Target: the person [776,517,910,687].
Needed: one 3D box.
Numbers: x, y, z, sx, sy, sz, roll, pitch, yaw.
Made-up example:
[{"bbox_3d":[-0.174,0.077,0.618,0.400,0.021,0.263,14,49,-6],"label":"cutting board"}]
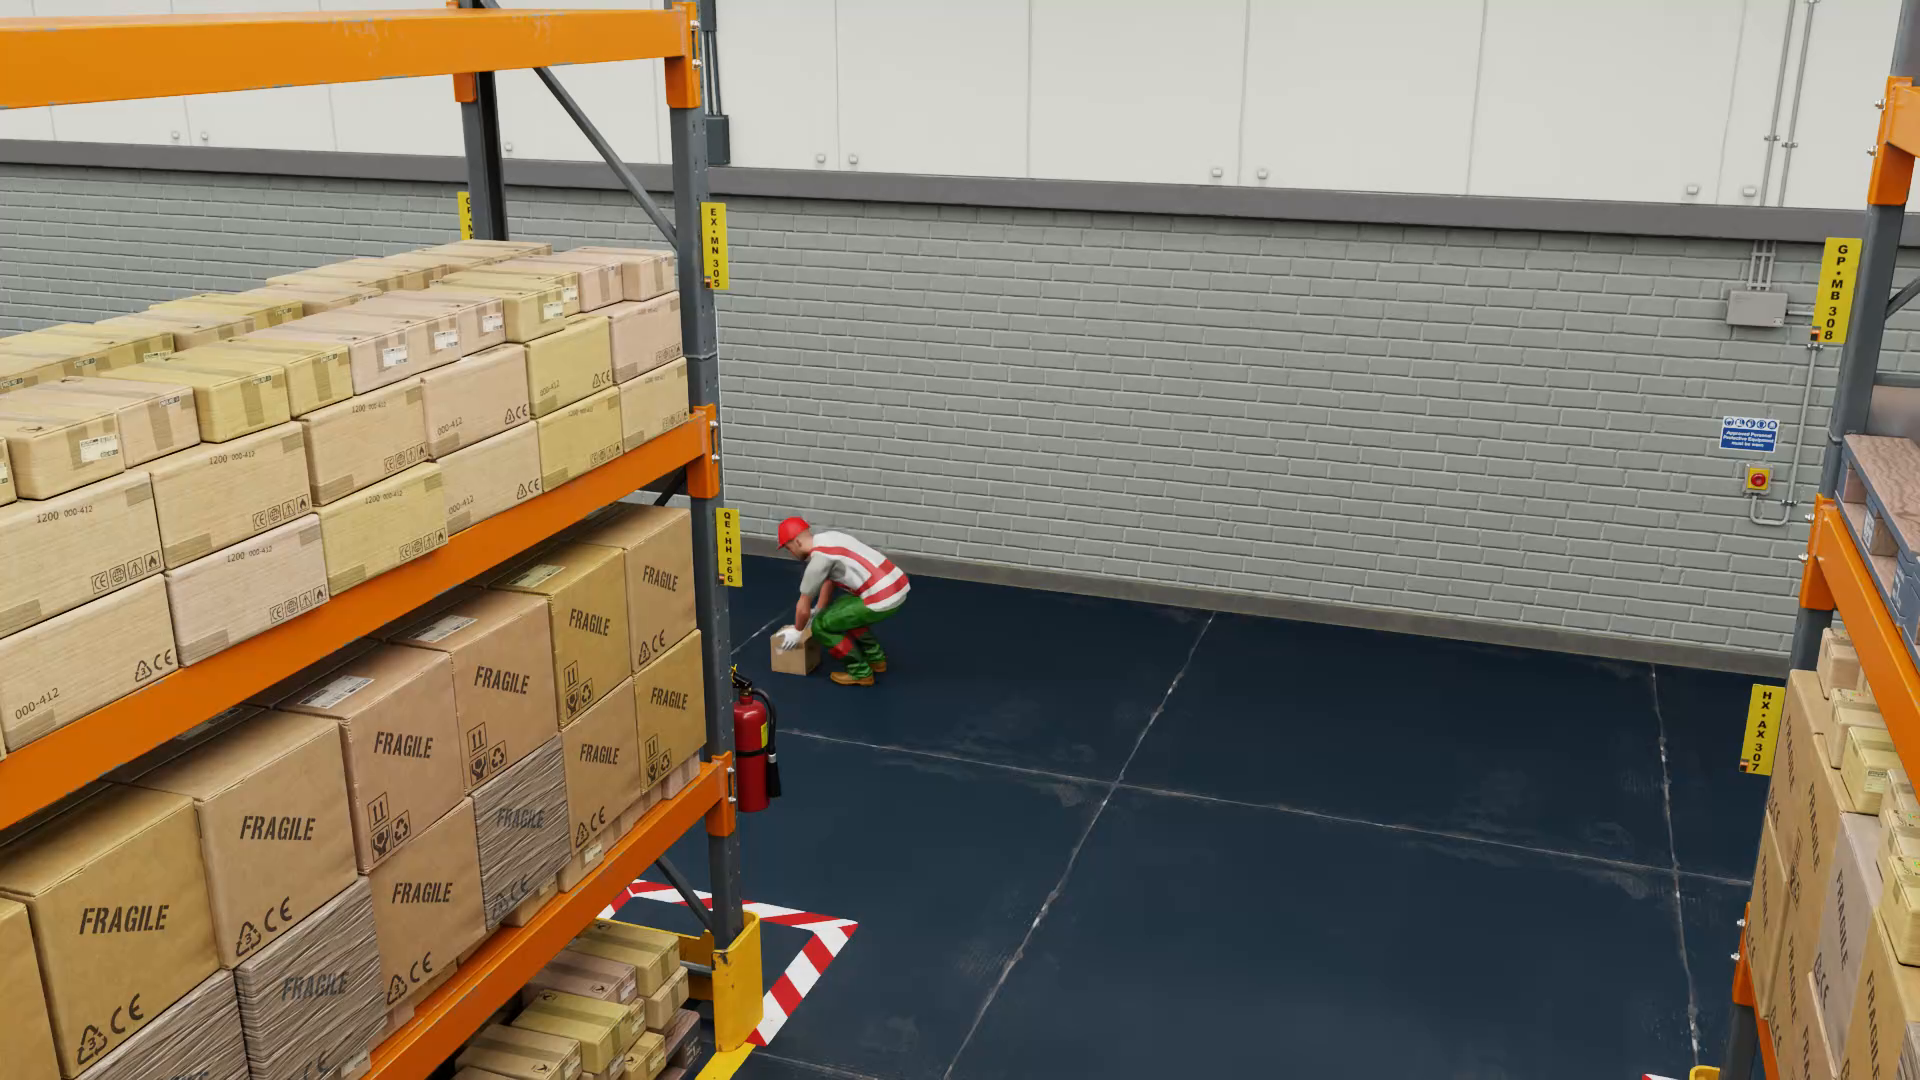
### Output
[{"bbox_3d":[-0.777,0.394,10.948,0.866,1.091,0.579,6,19,18],"label":"person"}]
